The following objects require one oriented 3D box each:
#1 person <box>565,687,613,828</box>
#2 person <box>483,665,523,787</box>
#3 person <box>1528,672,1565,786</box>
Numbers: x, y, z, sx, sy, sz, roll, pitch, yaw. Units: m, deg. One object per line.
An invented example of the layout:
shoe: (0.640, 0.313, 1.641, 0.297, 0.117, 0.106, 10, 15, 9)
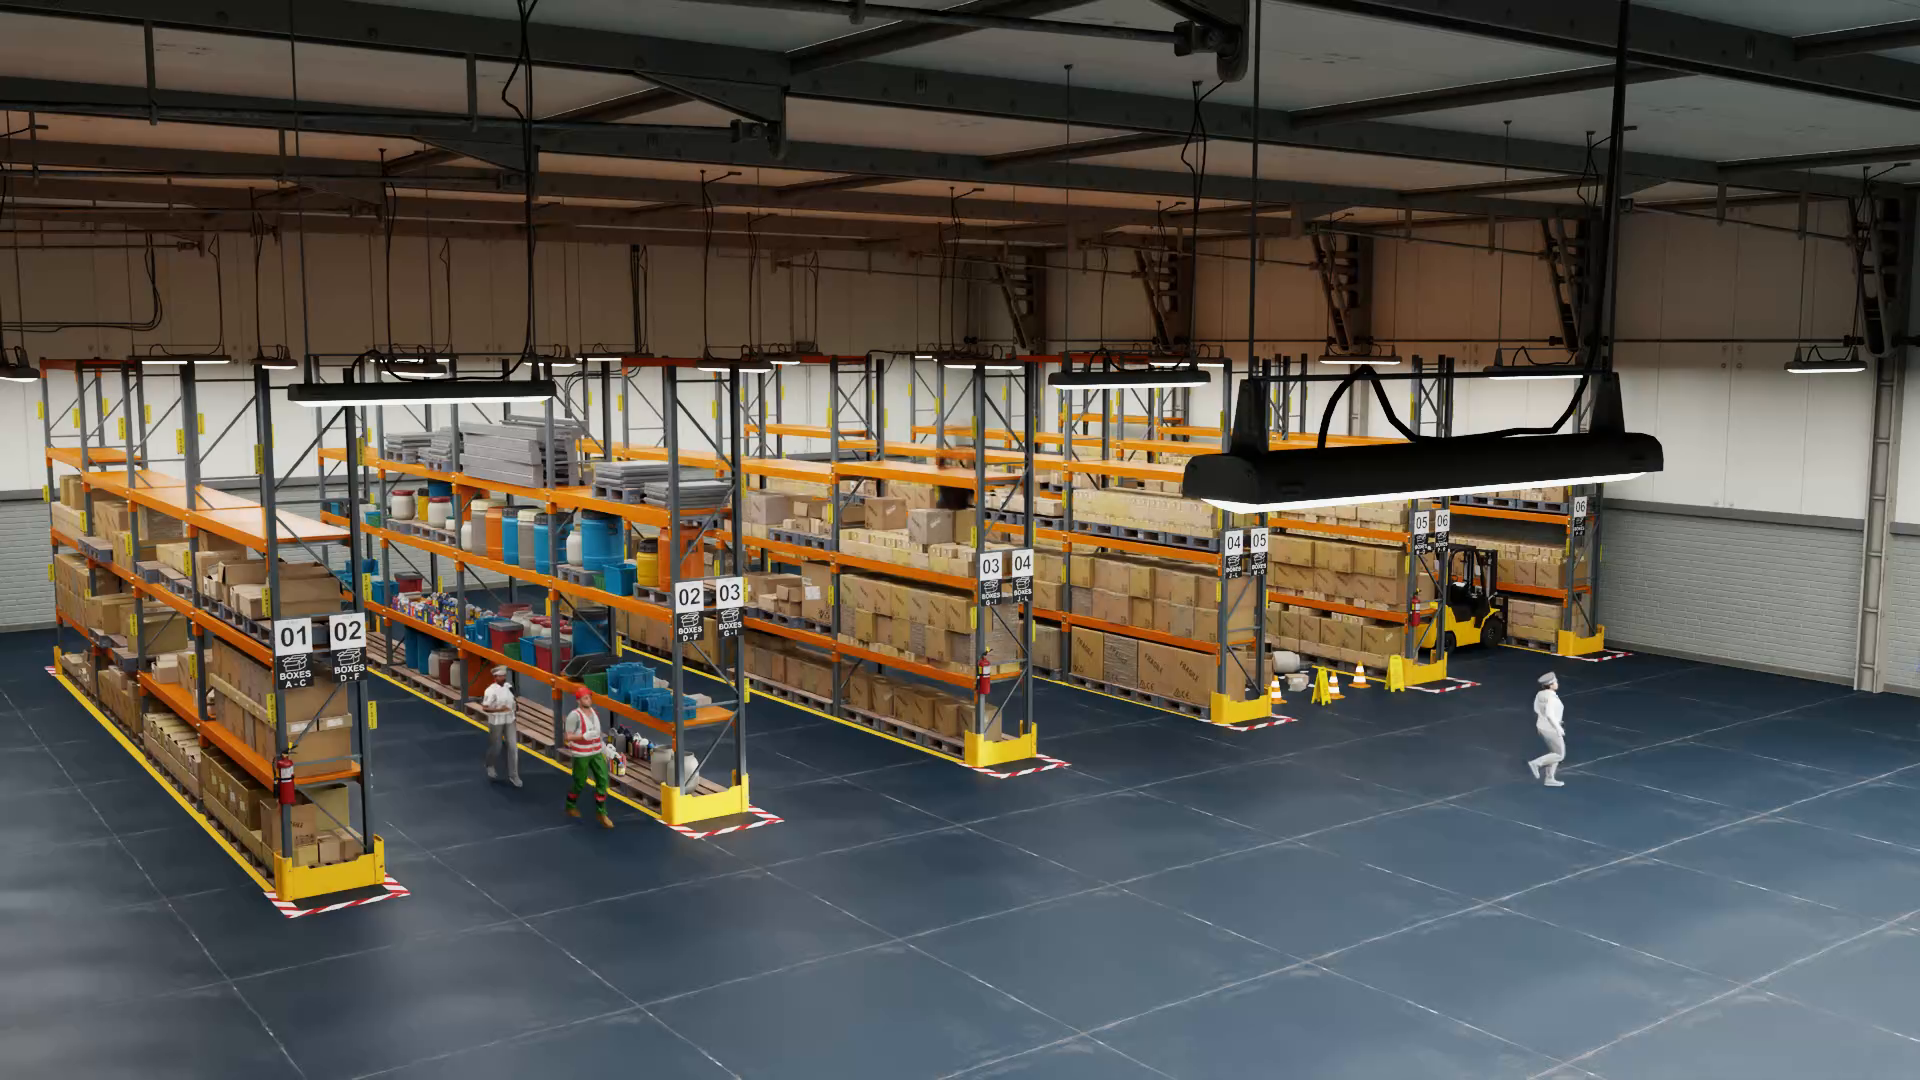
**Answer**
person: (-4.883, 2.823, 21.733, 0.797, 1.830, 0.640, 6, 9, 39)
person: (-6.538, 2.620, 23.741, 0.581, 1.699, 0.876, -6, 9, -41)
person: (8.323, 2.685, 23.590, 0.567, 1.651, 0.629, -1, 7, -6)
